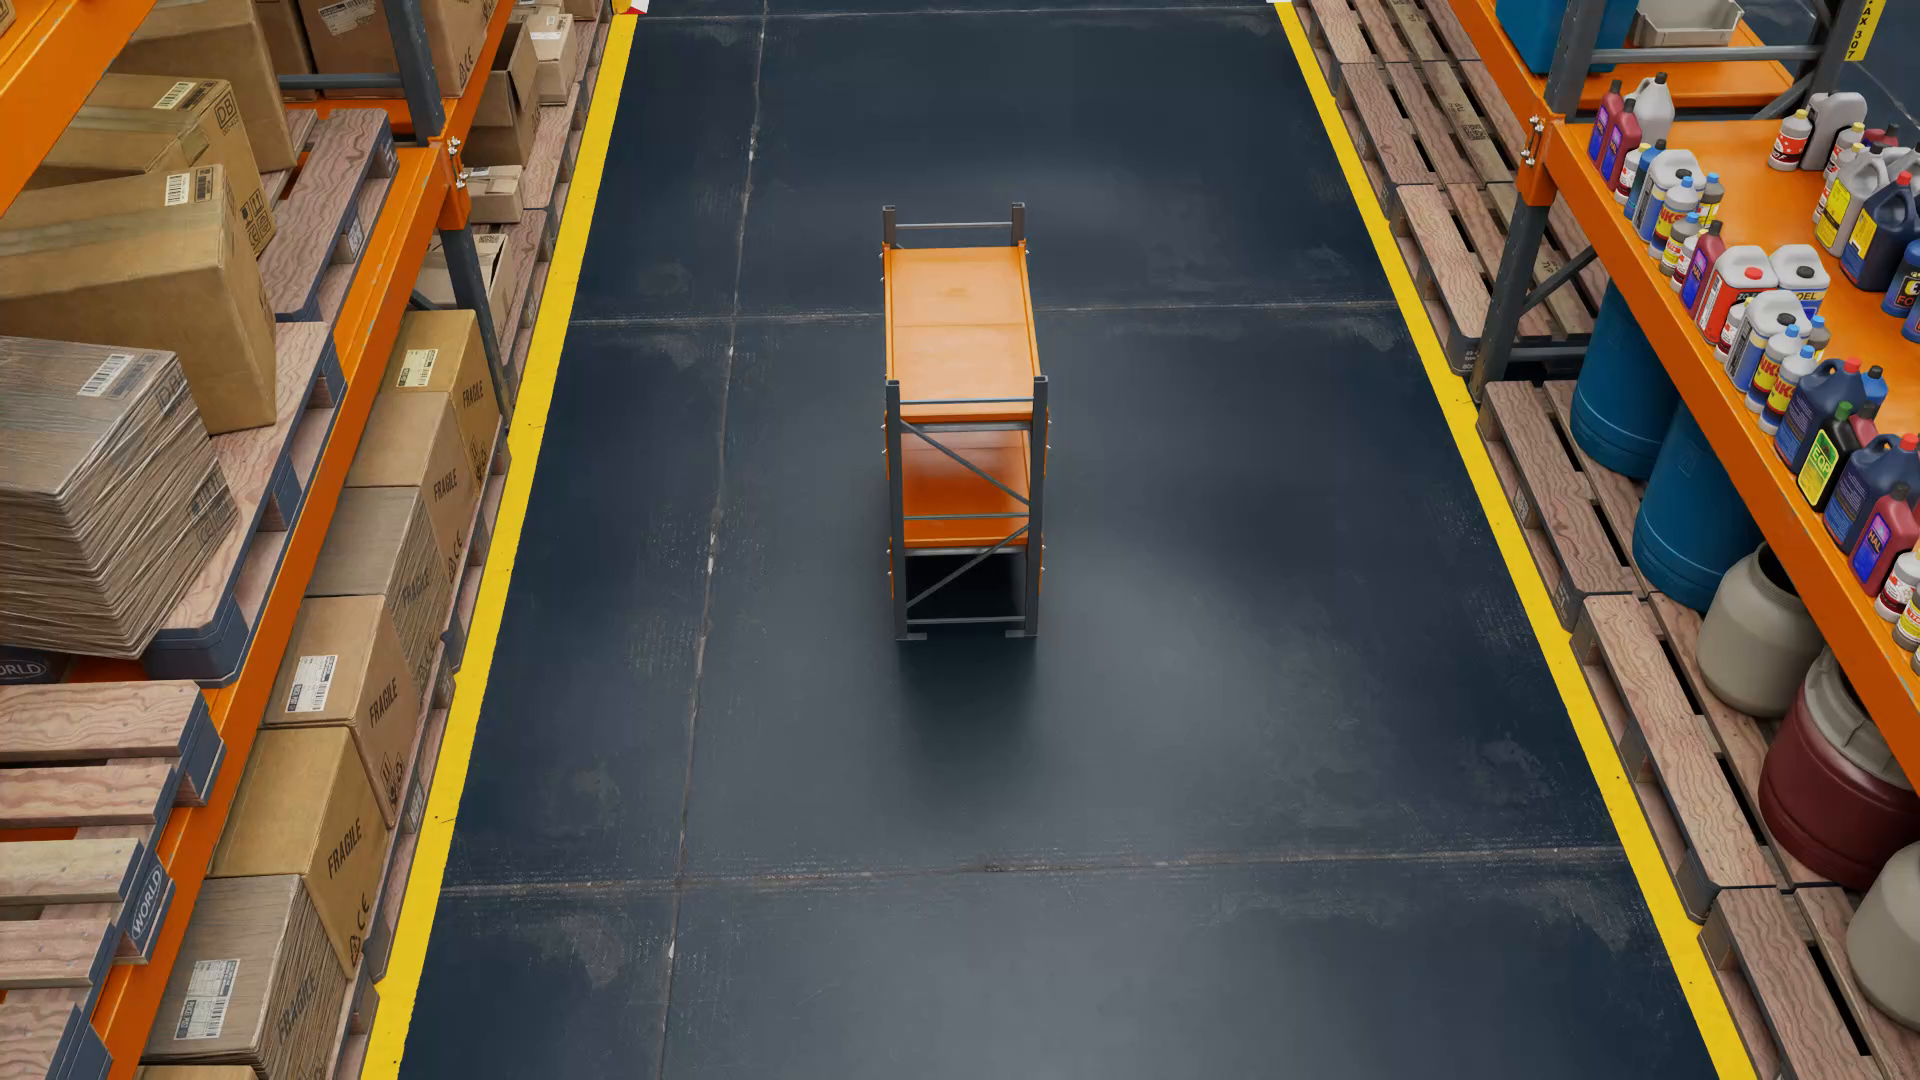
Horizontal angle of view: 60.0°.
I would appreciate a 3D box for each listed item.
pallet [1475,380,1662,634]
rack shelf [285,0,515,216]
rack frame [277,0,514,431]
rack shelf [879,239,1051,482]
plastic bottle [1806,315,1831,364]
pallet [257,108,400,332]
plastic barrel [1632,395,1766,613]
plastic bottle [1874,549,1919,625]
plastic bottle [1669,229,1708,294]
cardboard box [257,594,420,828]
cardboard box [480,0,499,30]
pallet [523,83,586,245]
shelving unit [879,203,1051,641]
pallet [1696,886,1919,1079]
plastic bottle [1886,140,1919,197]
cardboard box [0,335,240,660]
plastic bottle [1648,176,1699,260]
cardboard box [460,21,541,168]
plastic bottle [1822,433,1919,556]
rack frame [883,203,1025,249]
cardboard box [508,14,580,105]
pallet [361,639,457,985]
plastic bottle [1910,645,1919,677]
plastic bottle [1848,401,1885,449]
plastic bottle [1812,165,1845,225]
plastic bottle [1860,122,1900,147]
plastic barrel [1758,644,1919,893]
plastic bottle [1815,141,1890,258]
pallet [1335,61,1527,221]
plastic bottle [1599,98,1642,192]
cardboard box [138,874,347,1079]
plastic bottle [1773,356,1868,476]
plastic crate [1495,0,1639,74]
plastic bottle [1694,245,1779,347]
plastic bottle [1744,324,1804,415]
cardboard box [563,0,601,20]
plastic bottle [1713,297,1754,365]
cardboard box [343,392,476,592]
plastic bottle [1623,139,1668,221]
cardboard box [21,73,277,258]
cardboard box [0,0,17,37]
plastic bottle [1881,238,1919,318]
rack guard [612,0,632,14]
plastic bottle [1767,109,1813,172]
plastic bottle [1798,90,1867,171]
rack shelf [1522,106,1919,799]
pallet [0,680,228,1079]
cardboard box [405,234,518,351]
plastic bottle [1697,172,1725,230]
[{"bbox_3d":[2.613,-0.165,6.274,1.003,0.211,1.213,-2,43,-2],"label":"pallet"},{"bbox_3d":[-2.412,-2.660,7.465,1.077,0.370,4.000,-2,43,-2],"label":"rack shelf"},{"bbox_3d":[-2.328,-1.575,5.749,1.000,3.000,0.127,-2,43,-2],"label":"rack frame"},{"bbox_3d":[0.000,-0.635,5.677,0.538,0.278,1.000,-2,43,-2],"label":"rack shelf"},{"bbox_3d":[2.434,-0.553,4.780,0.097,0.201,0.097,0,43,0],"label":"plastic bottle"},{"bbox_3d":[-2.403,-0.962,5.222,1.003,0.211,1.213,-2,43,-2],"label":"pallet"},{"bbox_3d":[2.658,-0.251,5.546,0.600,0.901,0.708,-2,43,-2],"label":"plastic barrel"},{"bbox_3d":[2.323,0.103,4.064,0.097,0.201,0.097,0,43,0],"label":"plastic bottle"},{"bbox_3d":[2.262,-0.861,5.116,0.097,0.201,0.097,0,43,0],"label":"plastic bottle"},{"bbox_3d":[-1.963,0.525,4.982,0.500,0.500,0.500,-3,43,-3],"label":"cardboard box"},{"bbox_3d":[-2.102,-2.310,6.476,0.500,0.500,0.500,-1,43,-1],"label":"cardboard box"},{"bbox_3d":[-2.411,-1.837,8.098,1.003,0.211,1.213,-2,43,-2],"label":"pallet"},{"bbox_3d":[0.000,-0.419,5.875,0.538,1.125,1.048,-2,43,-2],"label":"shelving unit"},{"bbox_3d":[2.716,1.482,4.477,1.003,0.211,1.213,-2,43,-2],"label":"pallet"},{"bbox_3d":[2.987,-1.086,5.251,0.144,0.351,0.185,-2,43,-2],"label":"plastic bottle"},{"bbox_3d":[-2.145,-0.112,3.767,0.700,0.500,0.500,6,43,6],"label":"cardboard box"},{"bbox_3d":[2.254,-1.018,5.236,0.097,0.271,0.097,0,43,0],"label":"plastic bottle"},{"bbox_3d":[-2.412,-2.086,7.827,0.797,0.503,0.637,-2,43,-2],"label":"cardboard box"},{"bbox_3d":[2.334,-0.138,4.217,0.144,0.351,0.185,-2,43,-2],"label":"plastic bottle"},{"bbox_3d":[-0.022,-0.762,6.249,0.500,1.125,0.032,-2,43,-2],"label":"rack frame"},{"bbox_3d":[-2.218,-2.422,8.382,0.500,0.250,0.500,-2,43,-2],"label":"cardboard box"},{"bbox_3d":[-2.200,0.826,5.192,1.003,0.211,1.213,-2,43,-2],"label":"pallet"},{"bbox_3d":[2.331,0.235,3.921,0.097,0.201,0.097,0,43,0],"label":"plastic bottle"},{"bbox_3d":[2.347,-0.221,4.357,0.061,0.283,0.133,-2,43,-2],"label":"plastic bottle"},{"bbox_3d":[2.853,-1.122,5.401,0.097,0.201,0.097,0,43,0],"label":"plastic bottle"},{"bbox_3d":[3.017,-1.260,5.491,0.061,0.283,0.133,-2,43,-2],"label":"plastic bottle"},{"bbox_3d":[2.706,0.627,4.820,0.600,0.588,0.708,-2,43,-2],"label":"plastic barrel"},{"bbox_3d":[2.843,-1.082,5.247,0.144,0.351,0.185,-2,43,-2],"label":"plastic bottle"},{"bbox_3d":[2.497,-2.008,8.284,1.003,0.211,1.213,-2,43,-2],"label":"pallet"},{"bbox_3d":[2.217,-1.322,5.559,0.061,0.283,0.133,-2,43,-2],"label":"plastic bottle"},{"bbox_3d":[-1.919,1.215,4.228,0.500,0.500,0.500,-3,43,-3],"label":"cardboard box"},{"bbox_3d":[2.321,-0.352,4.451,0.144,0.351,0.185,-2,43,-2],"label":"plastic bottle"},{"bbox_3d":[2.261,-2.037,6.219,0.392,0.384,0.575,-2,43,-2],"label":"plastic crate"},{"bbox_3d":[2.300,-0.721,4.908,0.152,0.276,0.135,-2,43,-2],"label":"plastic bottle"},{"bbox_3d":[2.287,-0.483,4.653,0.097,0.271,0.097,0,43,0],"label":"plastic bottle"},{"bbox_3d":[-2.228,-3.157,8.998,0.500,0.500,0.500,-2,43,-2],"label":"cardboard box"},{"bbox_3d":[2.277,-0.614,4.847,0.097,0.201,0.097,0,43,0],"label":"plastic bottle"},{"bbox_3d":[-2.008,-0.157,5.726,0.500,0.500,0.500,-2,43,-2],"label":"cardboard box"},{"bbox_3d":[2.244,-1.175,5.407,0.097,0.271,0.097,0,43,0],"label":"plastic bottle"},{"bbox_3d":[-2.438,-0.978,4.713,0.700,0.500,0.500,5,43,5],"label":"cardboard box"},{"bbox_3d":[-2.254,-1.007,2.834,0.910,0.500,0.500,-2,43,-2],"label":"cardboard box"},{"bbox_3d":[2.874,-0.808,5.006,0.097,0.271,0.097,0,43,0],"label":"plastic bottle"},{"bbox_3d":[-2.494,-3.303,9.484,1.175,0.500,0.348,-2,43,-2],"label":"rack guard"},{"bbox_3d":[2.837,-1.369,5.671,0.097,0.201,0.097,0,43,0],"label":"plastic bottle"},{"bbox_3d":[2.961,-1.413,5.663,0.152,0.276,0.135,-2,43,-2],"label":"plastic bottle"},{"bbox_3d":[2.706,-0.100,4.671,1.077,0.370,4.000,-2,43,-2],"label":"rack shelf"},{"bbox_3d":[-2.257,0.740,3.365,1.213,0.211,1.003,-2,43,-2],"label":"pallet"},{"bbox_3d":[-2.129,-1.036,6.825,0.500,0.311,0.500,-2,43,-2],"label":"cardboard box"},{"bbox_3d":[2.400,-1.088,5.364,0.097,0.201,0.097,0,43,0],"label":"plastic bottle"}]
